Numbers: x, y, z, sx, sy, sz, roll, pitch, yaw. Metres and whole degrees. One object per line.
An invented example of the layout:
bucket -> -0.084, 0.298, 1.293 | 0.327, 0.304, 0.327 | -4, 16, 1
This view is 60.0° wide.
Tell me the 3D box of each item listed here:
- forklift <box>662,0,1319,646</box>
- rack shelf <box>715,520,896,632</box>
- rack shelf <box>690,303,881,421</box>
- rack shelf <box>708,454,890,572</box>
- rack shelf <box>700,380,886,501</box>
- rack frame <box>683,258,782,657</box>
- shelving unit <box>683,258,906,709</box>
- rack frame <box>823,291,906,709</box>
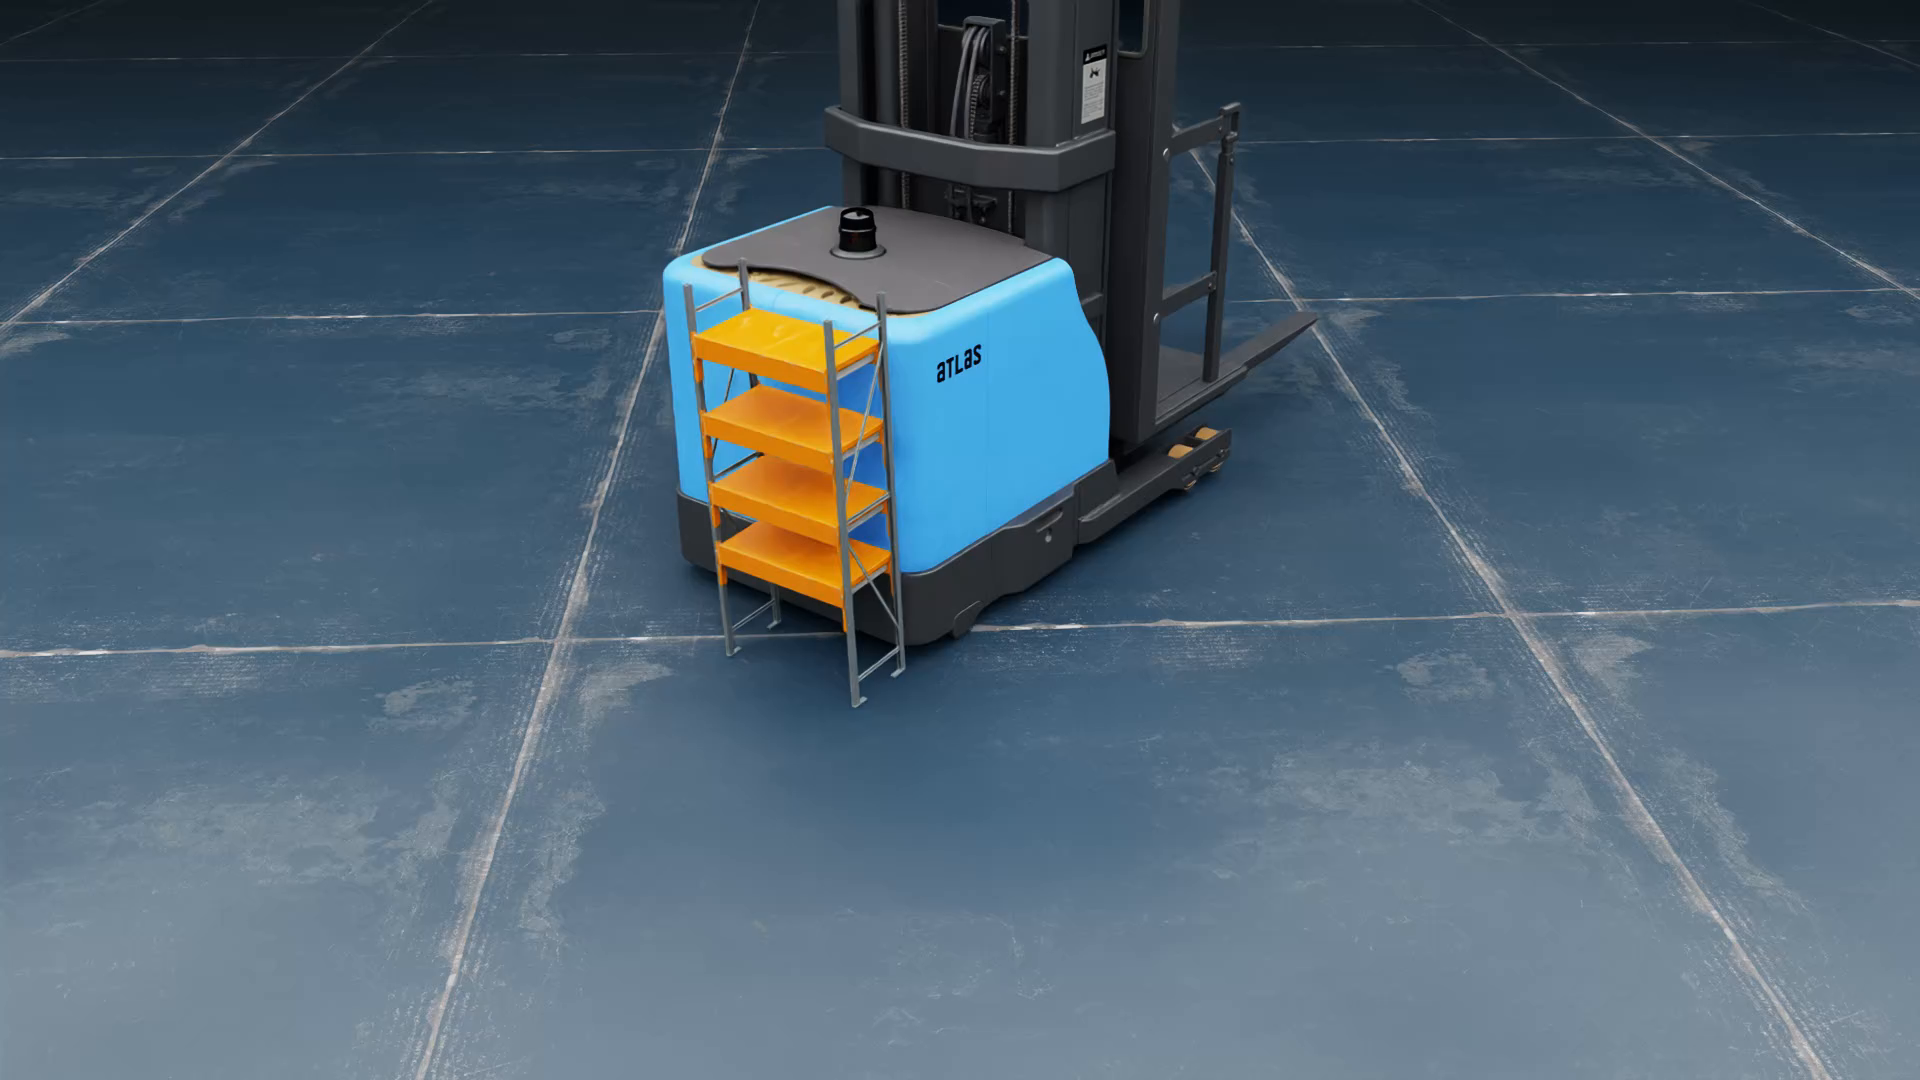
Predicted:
forklift -> 0.362, -1.604, 5.655 | 1.130, 2.935, 3.031 | 19, 33, 32
rack shelf -> -0.447, 0.081, 4.858 | 0.480, 0.148, 0.258 | 18, 35, 31
rack shelf -> -0.466, -0.490, 4.530 | 0.480, 0.148, 0.258 | 18, 35, 31
rack shelf -> -0.453, -0.091, 4.759 | 0.480, 0.148, 0.258 | 18, 35, 31
rack shelf -> -0.459, -0.285, 4.648 | 0.480, 0.148, 0.258 | 18, 35, 31
rack frame -> -0.654, -0.215, 4.851 | 0.015, 1.200, 0.240 | 18, 35, 31
shelving unit -> -0.455, -0.150, 4.726 | 0.503, 1.200, 0.258 | 18, 35, 31
rack frame -> -0.256, -0.084, 4.600 | 0.015, 1.200, 0.240 | 18, 35, 31
